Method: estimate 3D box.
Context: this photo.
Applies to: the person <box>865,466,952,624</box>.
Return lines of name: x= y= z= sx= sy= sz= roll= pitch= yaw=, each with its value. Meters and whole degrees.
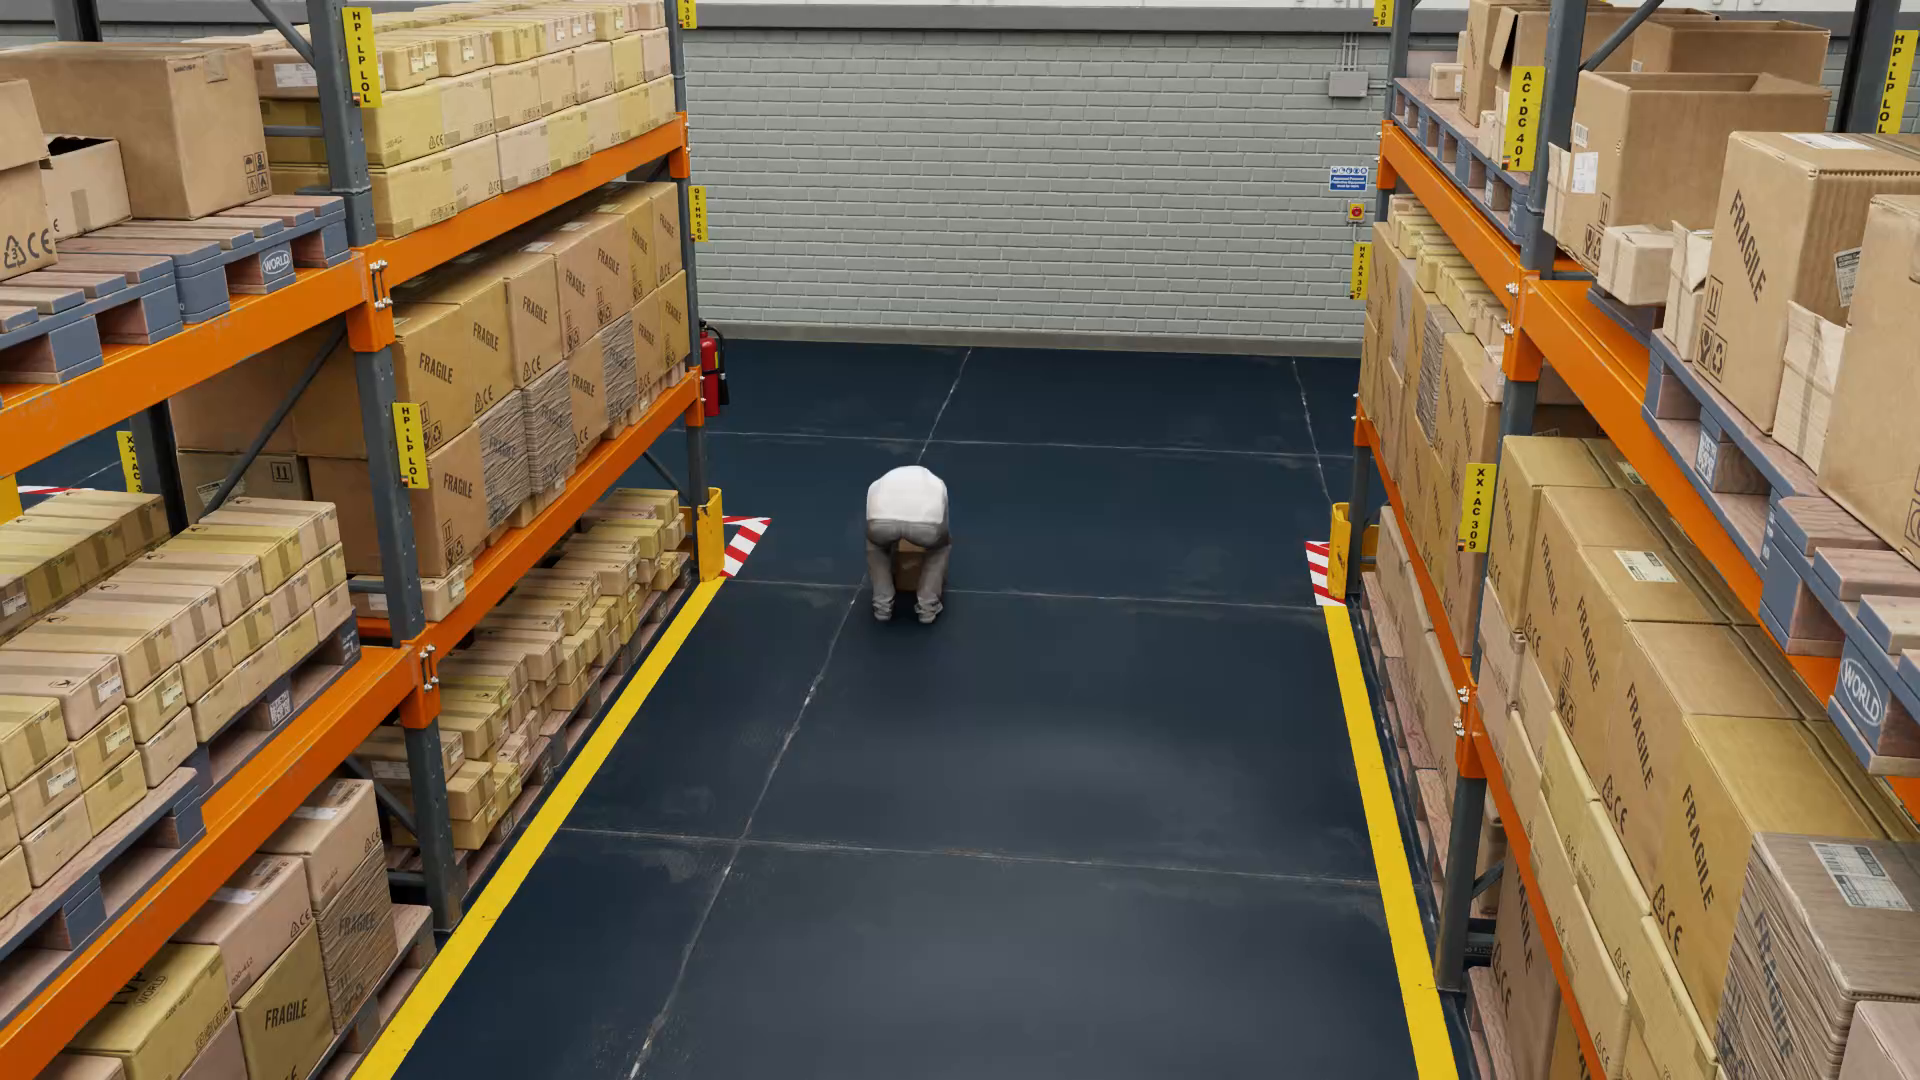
person: x=-0.304 y=-0.047 z=9.884 sx=0.520 sy=0.916 sz=1.001 roll=2 pitch=21 yaw=4
